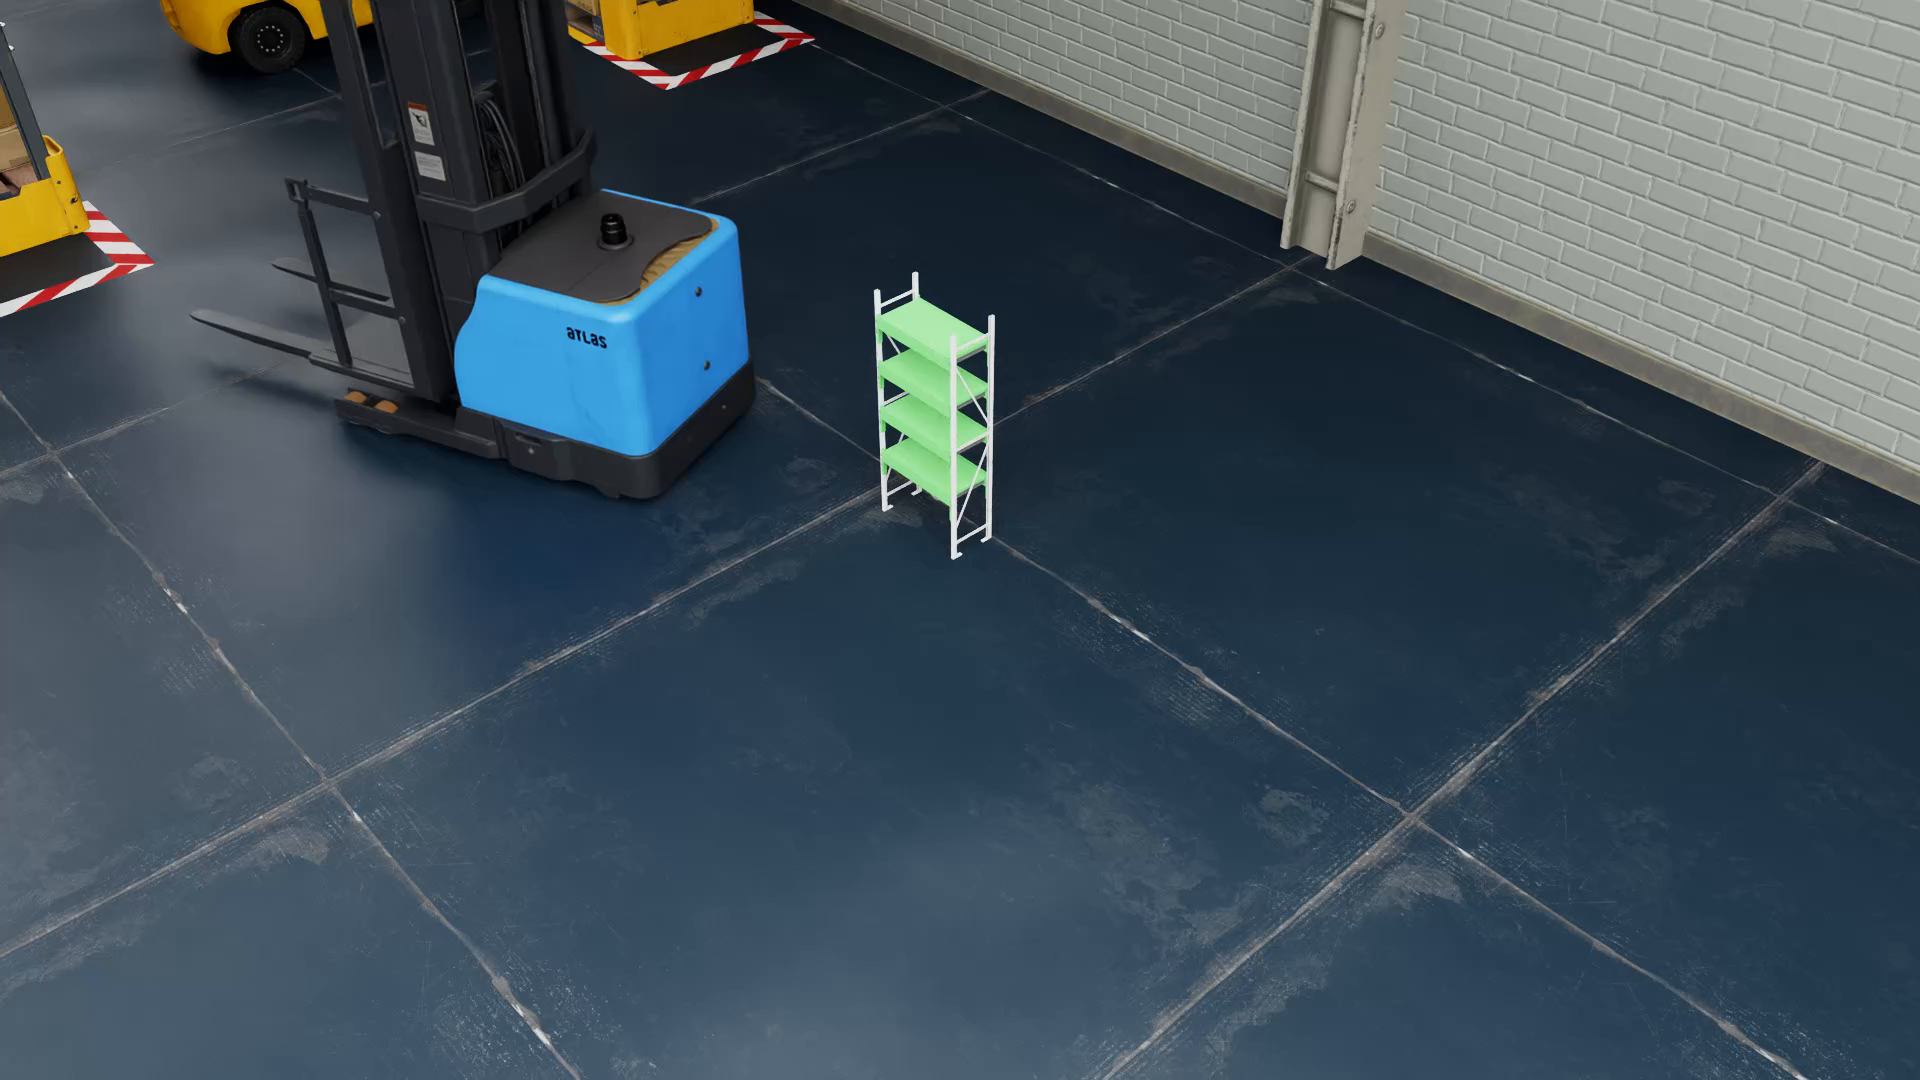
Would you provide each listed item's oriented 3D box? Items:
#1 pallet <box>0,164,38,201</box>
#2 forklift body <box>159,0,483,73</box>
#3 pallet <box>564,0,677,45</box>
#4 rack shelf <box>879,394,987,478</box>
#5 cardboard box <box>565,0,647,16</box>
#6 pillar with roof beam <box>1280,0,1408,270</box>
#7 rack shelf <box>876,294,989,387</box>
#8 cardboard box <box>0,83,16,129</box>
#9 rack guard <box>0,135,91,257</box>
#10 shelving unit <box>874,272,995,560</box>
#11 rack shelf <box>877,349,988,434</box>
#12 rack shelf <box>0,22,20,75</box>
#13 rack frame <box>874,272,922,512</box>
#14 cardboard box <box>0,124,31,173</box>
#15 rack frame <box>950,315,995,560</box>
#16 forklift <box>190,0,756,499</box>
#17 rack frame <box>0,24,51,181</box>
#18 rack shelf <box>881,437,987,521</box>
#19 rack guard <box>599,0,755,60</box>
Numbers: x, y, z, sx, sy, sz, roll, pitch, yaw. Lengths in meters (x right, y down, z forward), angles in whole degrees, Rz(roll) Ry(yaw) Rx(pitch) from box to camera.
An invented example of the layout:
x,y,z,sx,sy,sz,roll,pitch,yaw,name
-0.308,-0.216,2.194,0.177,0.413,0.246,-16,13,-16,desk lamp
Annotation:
x,y,z,sx,sy,sz,roll,pitch,yaw,name
-6.328,-2.198,10.303,1.003,0.211,1.213,-30,48,-32,pallet
-4.726,-4.739,11.906,2.313,2.155,1.214,-30,48,-32,forklift body
-2.647,-4.219,12.805,1.003,0.211,1.213,-30,48,-32,pallet
-0.112,-0.494,7.508,0.258,0.148,0.480,-30,48,-32,rack shelf
-2.650,-4.144,12.348,0.500,0.250,0.500,-30,47,-31,cardboard box
-1.019,-3.400,4.798,9.100,9.000,0.400,-30,48,-32,pillar with roof beam
-0.112,-0.867,7.206,0.258,0.148,0.480,-30,48,-32,rack shelf
-6.111,-2.743,10.017,0.500,0.500,0.500,-32,49,-33,cardboard box
-5.804,-1.919,9.728,1.175,0.500,0.348,-30,48,-32,rack guard
-0.112,-0.543,7.468,0.258,1.200,0.503,-30,48,-32,shelving unit
-0.112,-0.680,7.357,0.258,0.148,0.480,-30,48,-32,rack shelf
-7.106,-3.502,10.271,1.077,0.370,4.000,-30,48,-32,rack shelf
-0.277,-0.656,7.608,0.240,1.200,0.015,-30,48,-32,rack frame
-6.095,-2.441,10.239,0.500,0.250,0.500,-30,48,-32,cardboard box
0.053,-0.430,7.328,0.240,1.200,0.015,-30,48,-32,rack frame
-2.607,-1.958,7.842,3.031,2.935,1.130,16,42,19,forklift
-5.753,-2.856,8.899,1.000,3.000,0.127,-30,48,-32,rack frame
-0.112,-0.307,7.659,0.258,0.148,0.480,-30,48,-32,rack shelf
-2.083,-3.984,12.285,1.175,0.500,0.348,-30,48,-32,rack guard
